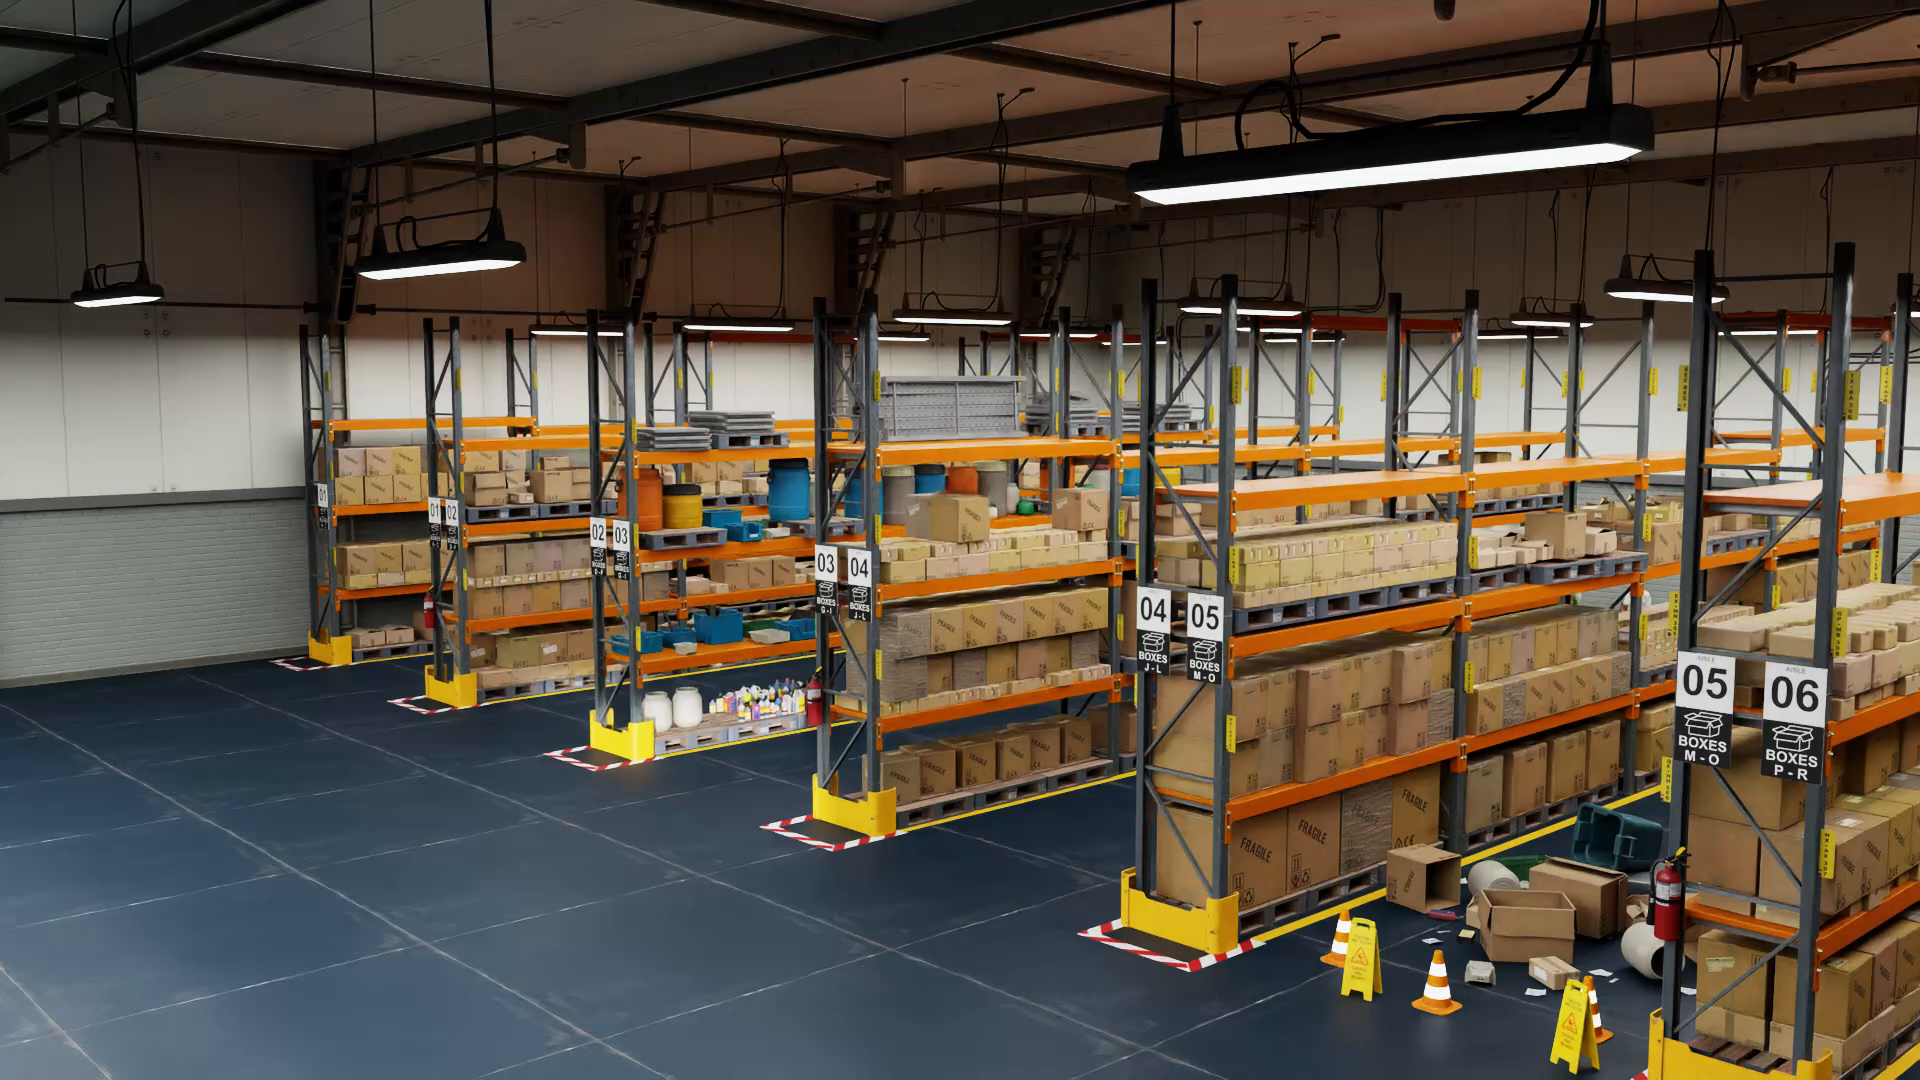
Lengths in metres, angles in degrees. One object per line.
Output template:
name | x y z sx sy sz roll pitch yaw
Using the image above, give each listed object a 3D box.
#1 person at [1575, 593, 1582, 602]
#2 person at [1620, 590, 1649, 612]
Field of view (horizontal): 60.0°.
person | 11.756 1.029 32.239 0.536 1.248 0.432 0 6 -2
person | 11.671 1.440 28.718 0.536 1.669 0.500 1 6 5
